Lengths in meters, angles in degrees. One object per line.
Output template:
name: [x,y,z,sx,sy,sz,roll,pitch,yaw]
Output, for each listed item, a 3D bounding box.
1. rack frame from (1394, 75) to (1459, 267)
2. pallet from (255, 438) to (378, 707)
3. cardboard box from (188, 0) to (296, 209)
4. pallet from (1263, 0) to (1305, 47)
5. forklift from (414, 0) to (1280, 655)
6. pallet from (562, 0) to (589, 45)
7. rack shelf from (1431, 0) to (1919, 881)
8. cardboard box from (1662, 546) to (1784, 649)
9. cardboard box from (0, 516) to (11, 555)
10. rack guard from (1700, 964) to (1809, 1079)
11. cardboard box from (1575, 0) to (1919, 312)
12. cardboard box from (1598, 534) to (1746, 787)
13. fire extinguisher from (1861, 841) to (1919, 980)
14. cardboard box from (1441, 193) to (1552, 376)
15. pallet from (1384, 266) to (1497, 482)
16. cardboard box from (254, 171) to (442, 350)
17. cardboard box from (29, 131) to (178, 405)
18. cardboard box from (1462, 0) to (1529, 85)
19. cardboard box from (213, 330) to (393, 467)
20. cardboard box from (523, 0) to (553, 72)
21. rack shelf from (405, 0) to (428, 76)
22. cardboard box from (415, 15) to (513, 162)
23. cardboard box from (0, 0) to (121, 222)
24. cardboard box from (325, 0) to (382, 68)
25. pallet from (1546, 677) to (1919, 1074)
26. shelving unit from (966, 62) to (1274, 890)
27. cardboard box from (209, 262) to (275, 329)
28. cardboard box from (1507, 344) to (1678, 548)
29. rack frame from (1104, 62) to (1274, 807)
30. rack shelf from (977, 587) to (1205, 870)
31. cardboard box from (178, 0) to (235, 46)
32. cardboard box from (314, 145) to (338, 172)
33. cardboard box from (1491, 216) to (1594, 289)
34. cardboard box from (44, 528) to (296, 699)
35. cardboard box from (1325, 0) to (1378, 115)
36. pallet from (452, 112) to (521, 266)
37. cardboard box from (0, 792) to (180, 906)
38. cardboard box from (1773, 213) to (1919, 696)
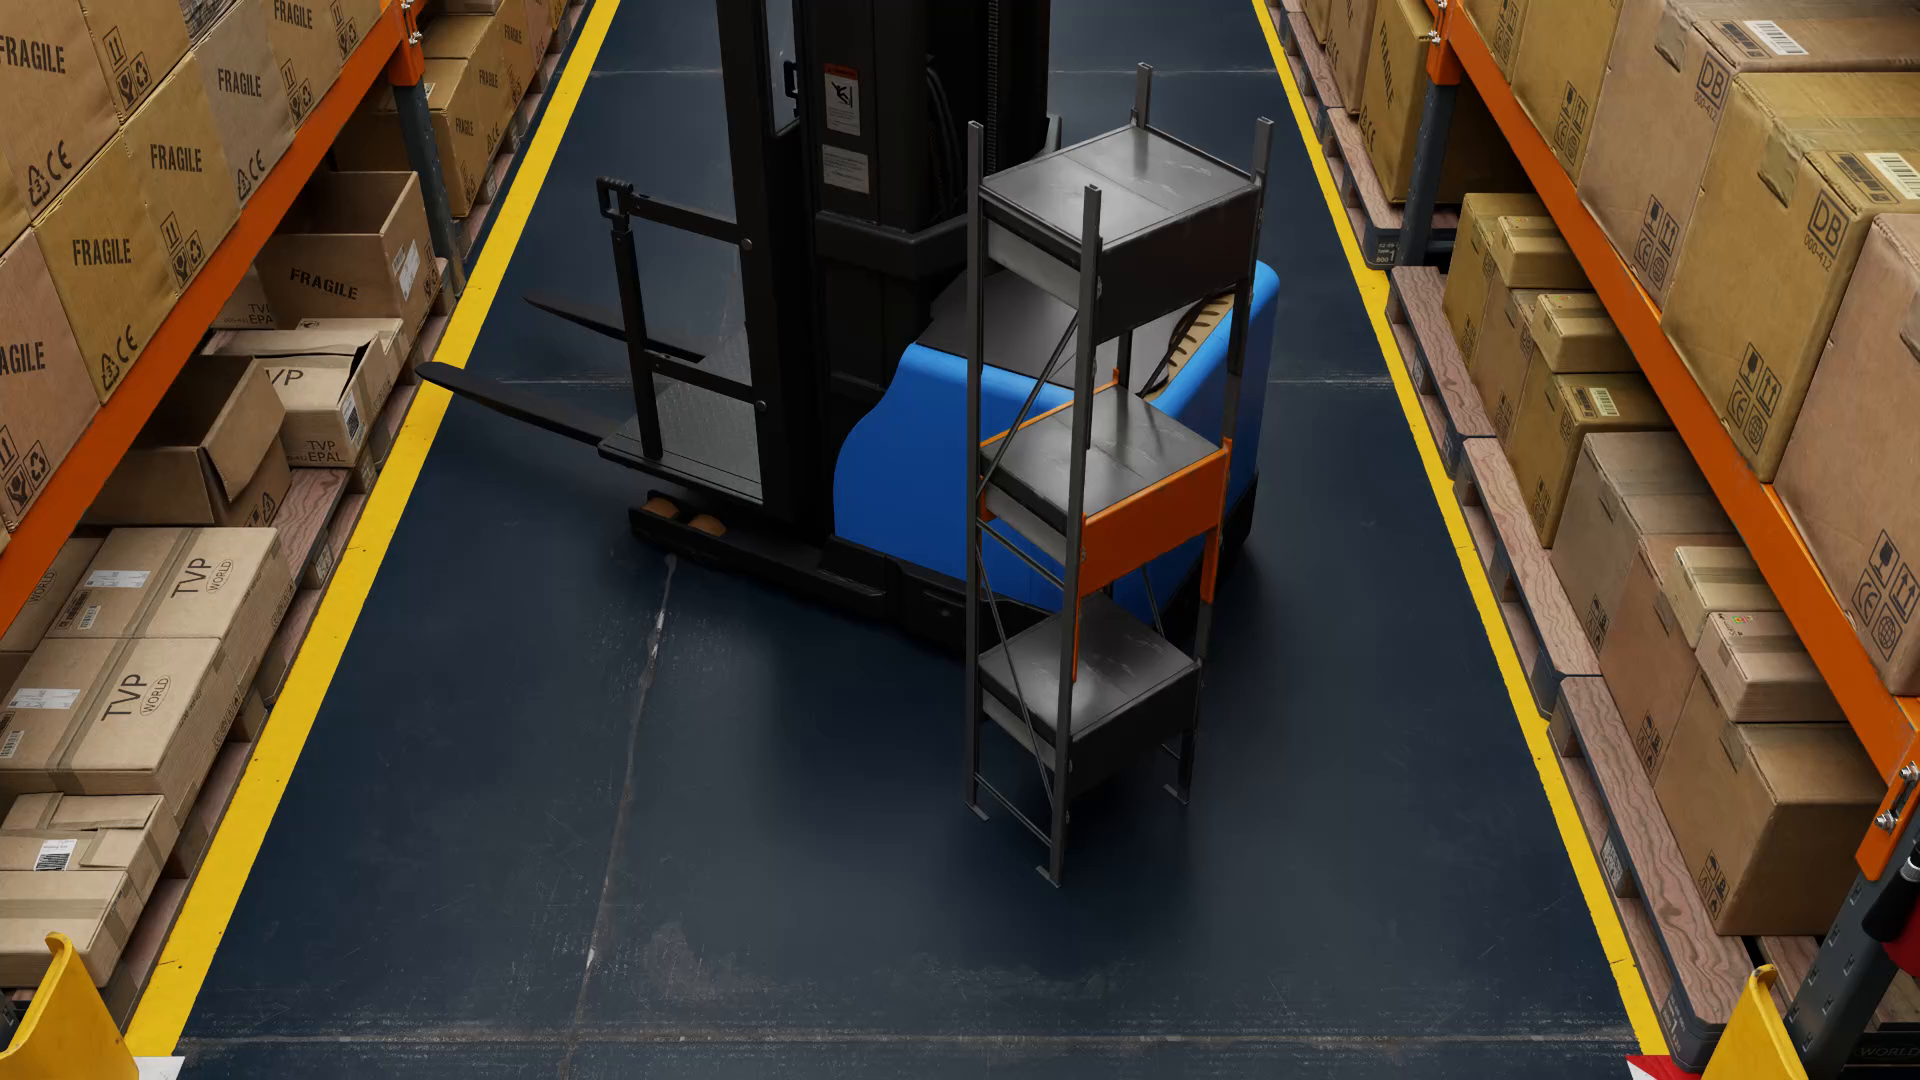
rack frame: [2.343,-2.231,6.135,1.000,3.000,0.127,0,39,0]
pallet: [-2.606,0.058,5.510,1.003,0.211,1.213,0,39,0]
cardboard box: [-2.348,-1.308,4.904,0.500,0.500,0.500,1,39,1]
pallet: [2.264,-3.151,9.513,1.003,0.211,1.213,0,39,0]
forklift: [-0.547,-1.331,5.068,3.031,2.935,1.130,19,42,22]
pallet: [-2.652,-3.171,9.539,1.003,0.211,1.213,0,39,0]
rack shelf: [2.346,-0.700,4.800,1.077,0.370,4.000,0,39,0]
cardboard box: [2.064,0.151,4.307,0.380,0.149,0.250,1,39,1]
cardboard box: [-2.343,-0.040,3.322,0.500,0.500,0.500,1,39,1]
rack guard: [2.348,1.261,3.777,1.175,0.500,0.348,0,39,0]
cardboard box: [2.334,-1.097,4.481,0.980,0.700,0.700,-2,39,-2]
cardboard box: [2.246,0.331,4.601,0.700,0.500,0.500,0,39,0]
fire extinguisher: [1.887,0.541,3.037,0.296,0.674,0.183,0,39,0]
cardboard box: [2.242,-0.952,6.202,0.700,0.500,0.500,0,39,1]
pallet: [2.266,-0.667,6.414,1.003,0.211,1.213,0,39,0]
cardboard box: [-2.326,-1.065,6.328,0.500,0.500,0.500,0,39,0]
cardboard box: [-2.346,-0.677,4.116,0.500,0.500,0.500,0,39,0]
cardboard box: [2.328,-2.009,5.618,0.980,0.700,0.700,1,39,1]
cardboard box: [-2.325,-0.522,5.802,0.500,0.311,0.500,0,39,0]
cardboard box: [-2.372,-2.686,8.350,0.500,0.500,0.500,-1,39,-2]
rack shelf: [-2.613,-3.195,7.914,1.077,0.370,4.000,0,39,0]
cardboard box: [-2.379,-2.058,7.566,0.500,0.500,0.500,0,39,1]
cardboard box: [-2.346,-1.070,3.807,0.500,0.500,0.500,0,39,1]
cardboard box: [-2.353,-1.952,5.707,0.500,0.500,0.500,1,39,1]
pallet: [2.269,0.859,4.510,1.003,0.211,1.213,0,39,0]
shelving unit: [0.337,-0.056,4.141,0.503,2.100,0.431,-27,46,-29]
cardboard box: [-2.826,-1.085,6.503,0.500,0.311,0.500,0,39,0]
cardboard box: [2.237,-0.317,5.409,0.700,0.500,0.500,1,39,1]
rack frame: [0.528,-0.151,4.260,0.015,2.100,0.400,-27,46,-29]
rack shelf: [0.337,0.501,4.587,0.480,0.518,0.431,-27,46,-29]
cardboard box: [-2.347,-1.703,4.597,0.500,0.500,0.500,0,39,0]
cardboard box: [-2.898,-1.730,7.157,0.500,0.500,0.500,0,39,0]
cardboard box: [2.060,-0.990,5.732,0.380,0.149,0.250,1,39,1]
cardboard box: [-2.324,0.212,4.934,0.500,0.250,0.500,0,39,0]
cardboard box: [2.209,-2.518,7.877,0.750,0.750,0.750,1,39,1]
pallet: [-2.649,-1.645,7.635,1.003,0.211,1.213,0,39,0]
cardboard box: [-2.263,0.792,4.277,0.380,0.166,0.250,0,39,0]
cardboard box: [2.337,-0.166,3.318,0.980,0.700,0.700,2,39,2]
